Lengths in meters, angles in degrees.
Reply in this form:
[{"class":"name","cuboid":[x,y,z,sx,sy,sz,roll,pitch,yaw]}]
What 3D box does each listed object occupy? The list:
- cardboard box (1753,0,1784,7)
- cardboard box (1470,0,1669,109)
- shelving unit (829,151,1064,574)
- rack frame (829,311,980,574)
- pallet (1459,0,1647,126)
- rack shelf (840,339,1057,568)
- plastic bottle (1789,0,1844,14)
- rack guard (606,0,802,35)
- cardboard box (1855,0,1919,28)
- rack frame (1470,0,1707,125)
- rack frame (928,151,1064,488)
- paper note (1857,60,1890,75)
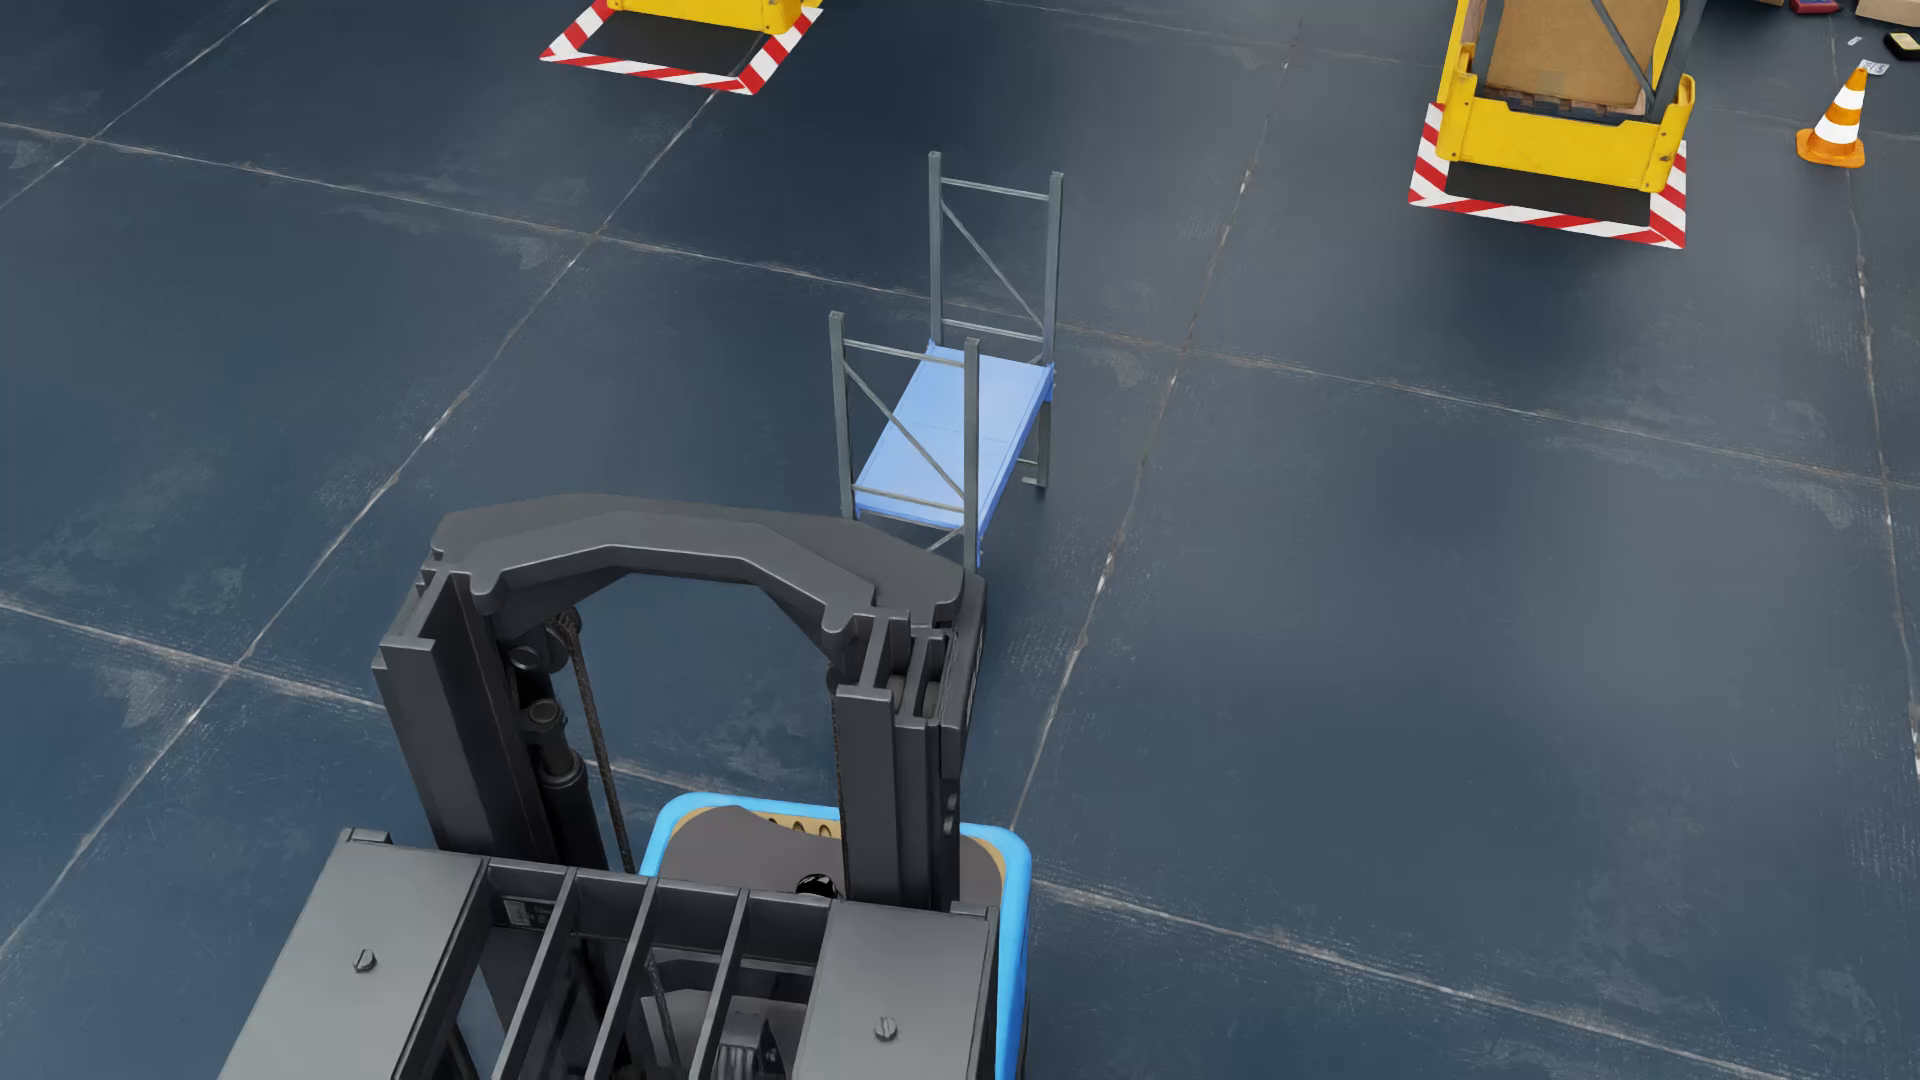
[{"class":"cardboard box","cuboid":[4.850,-3.627,10.097,0.500,0.500,0.500,20,48,19]},{"class":"cardboard box","cuboid":[3.273,-2.962,8.851,0.875,0.875,0.875,13,46,13]},{"class":"shelving unit","cuboid":[-0.026,-0.479,6.167,0.538,1.500,1.048,13,46,12]},{"class":"rack frame","cuboid":[-0.180,-0.140,5.821,0.500,1.500,0.032,13,46,12]},{"class":"pallet","cuboid":[3.298,-2.658,9.315,1.003,0.211,1.213,13,46,13]},{"class":"rack shelf","cuboid":[-0.026,-0.351,6.293,0.538,0.185,1.000,13,46,12]},{"class":"plastic bottle","cuboid":[5.153,-3.219,9.996,0.283,0.061,0.133,-2,44,-2]},{"class":"rack guard","cuboid":[-1.543,-3.380,9.847,1.175,0.500,0.348,13,46,13]},{"class":"cardboard box","cuboid":[5.577,-3.258,9.890,0.396,0.266,0.258,20,48,19]},{"class":"rack frame","cuboid":[3.131,-3.105,7.778,1.000,3.000,0.127,13,46,13]},{"class":"rack frame","cuboid":[0.128,-0.818,6.514,0.500,1.500,0.032,13,46,12]},{"class":"paper note","cuboid":[5.211,-2.701,9.490,0.144,0.017,0.142,28,51,26]}]
